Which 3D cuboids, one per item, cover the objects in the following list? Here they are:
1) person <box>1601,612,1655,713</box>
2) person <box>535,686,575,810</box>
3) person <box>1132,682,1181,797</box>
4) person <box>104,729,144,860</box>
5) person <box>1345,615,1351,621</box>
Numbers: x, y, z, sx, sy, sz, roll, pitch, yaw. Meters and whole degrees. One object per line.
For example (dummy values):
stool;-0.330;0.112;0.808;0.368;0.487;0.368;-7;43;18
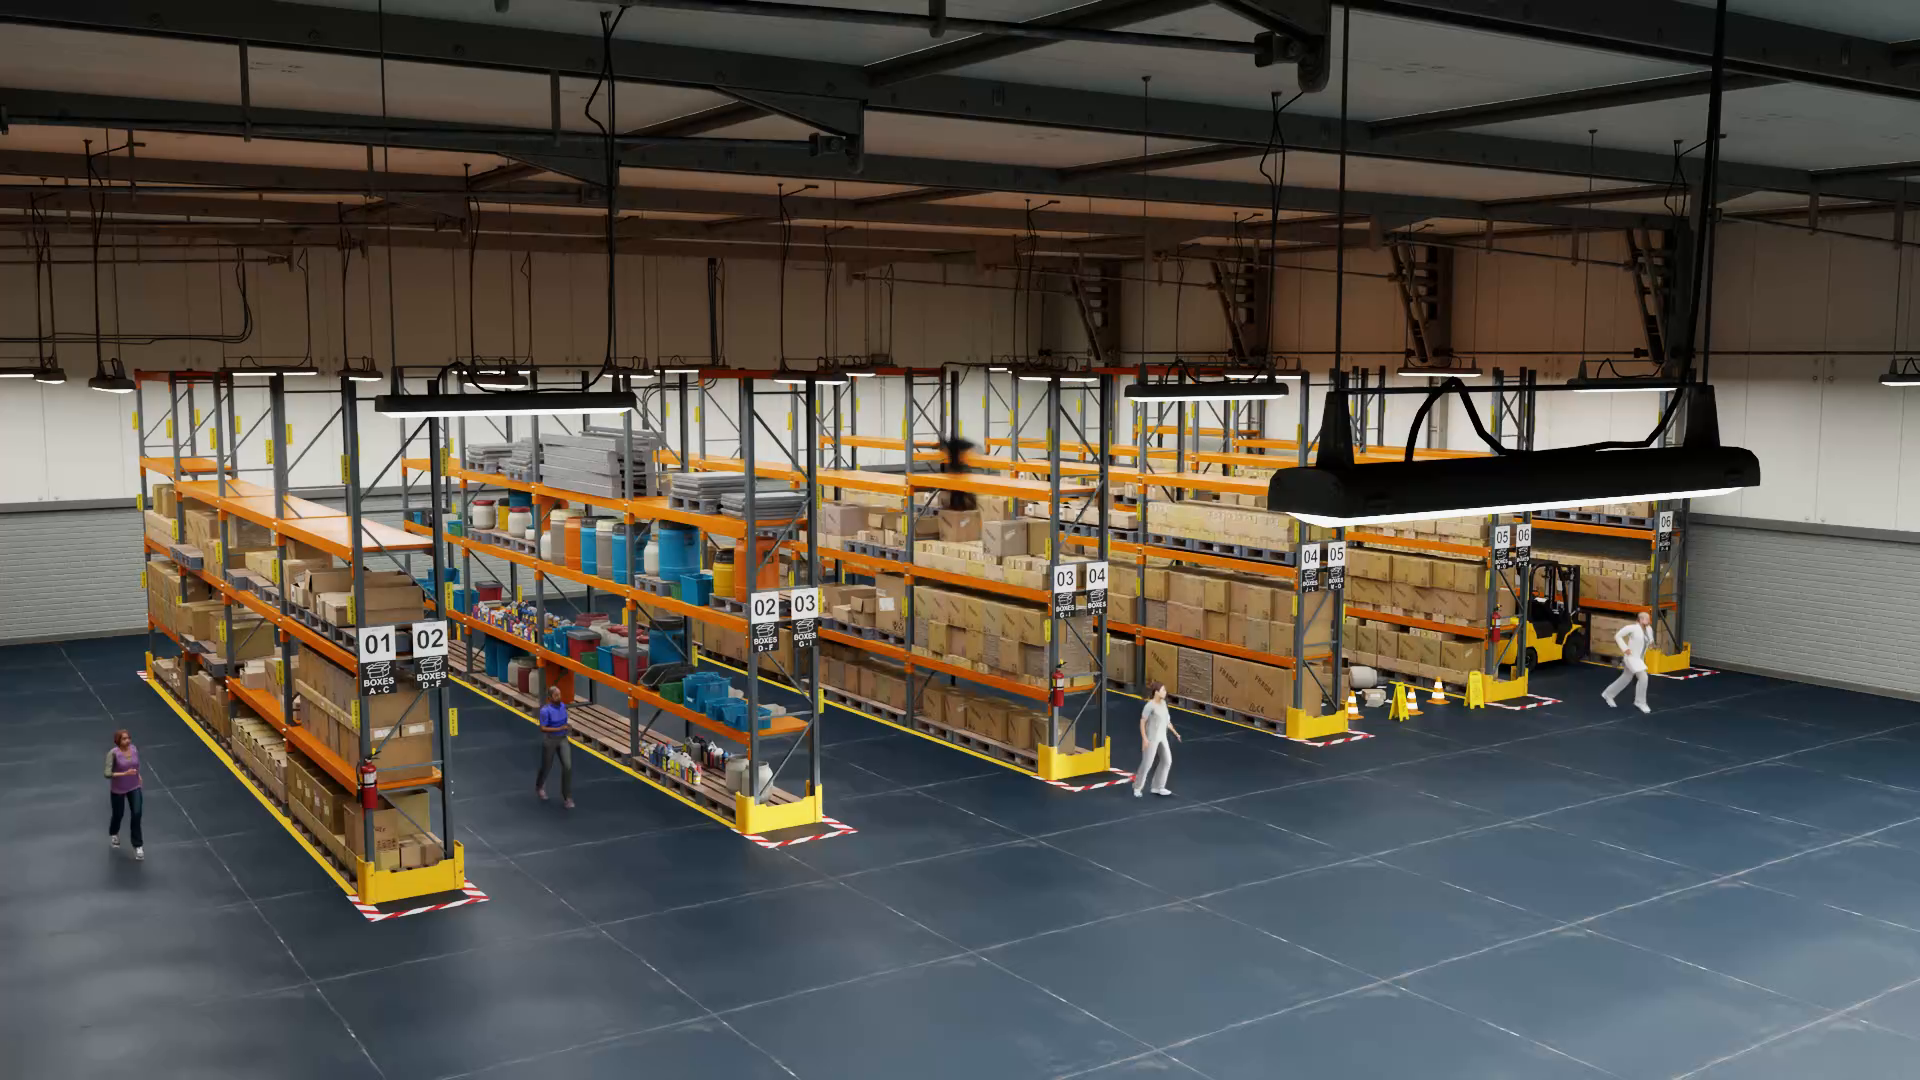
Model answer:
person;11.916;2.131;29.551;0.905;1.774;0.626;6;9;44
person;-5.673;2.880;23.256;0.525;1.705;0.830;-6;9;-42
person;2.793;2.841;23.870;0.547;1.658;0.613;5;8;40
person;-10.517;3.157;20.909;0.861;1.609;0.505;6;9;44
person;8.491;1.352;36.283;0.679;1.833;0.880;-5;8;-37
